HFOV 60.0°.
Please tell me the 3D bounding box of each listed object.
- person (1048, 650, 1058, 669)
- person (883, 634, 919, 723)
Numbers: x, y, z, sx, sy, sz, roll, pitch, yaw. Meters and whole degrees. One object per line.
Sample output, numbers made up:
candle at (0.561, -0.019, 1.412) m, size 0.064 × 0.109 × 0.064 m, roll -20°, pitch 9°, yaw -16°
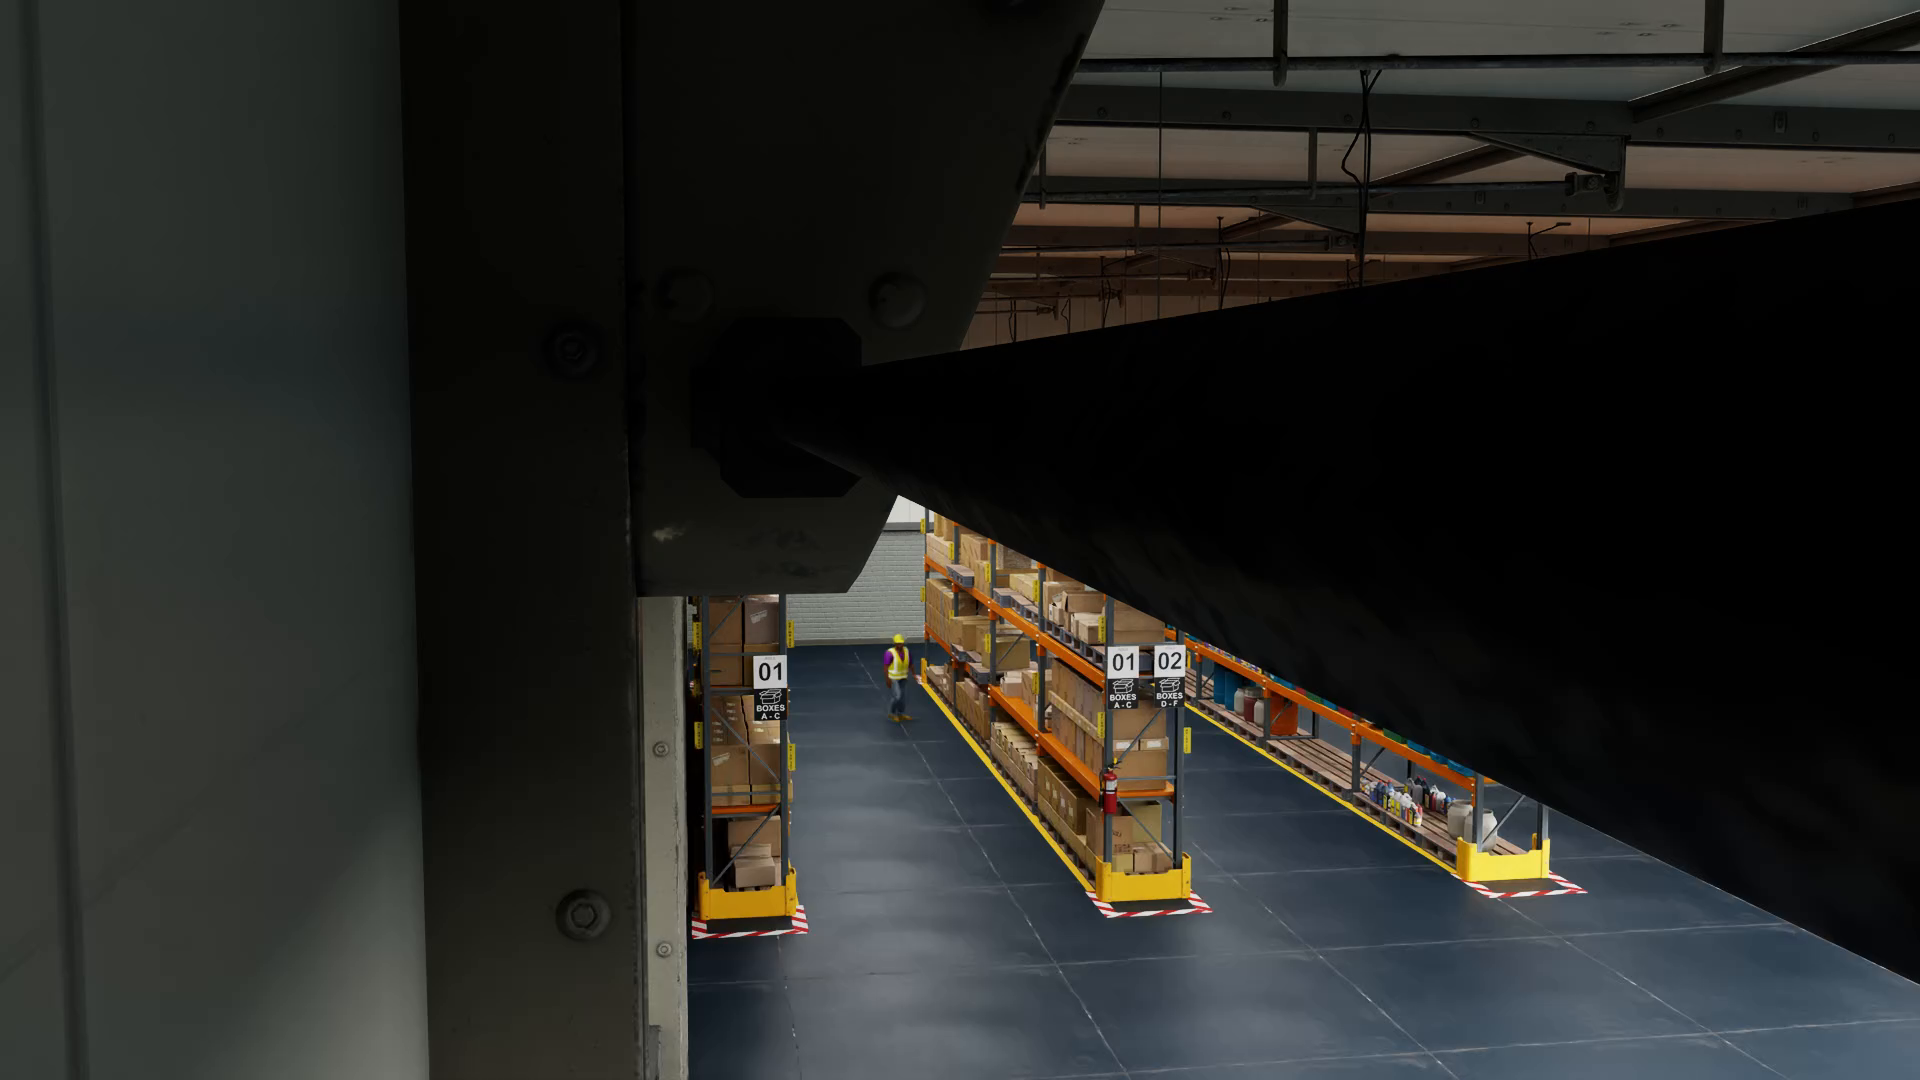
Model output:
person at (1.984, 2.474, 34.874) m, size 0.534 × 1.607 × 0.430 m, roll 1°, pitch 5°, yaw 15°
person at (-1.184, 2.657, 32.012) m, size 0.638 × 1.733 × 0.600 m, roll -4°, pitch 6°, yaw -39°
